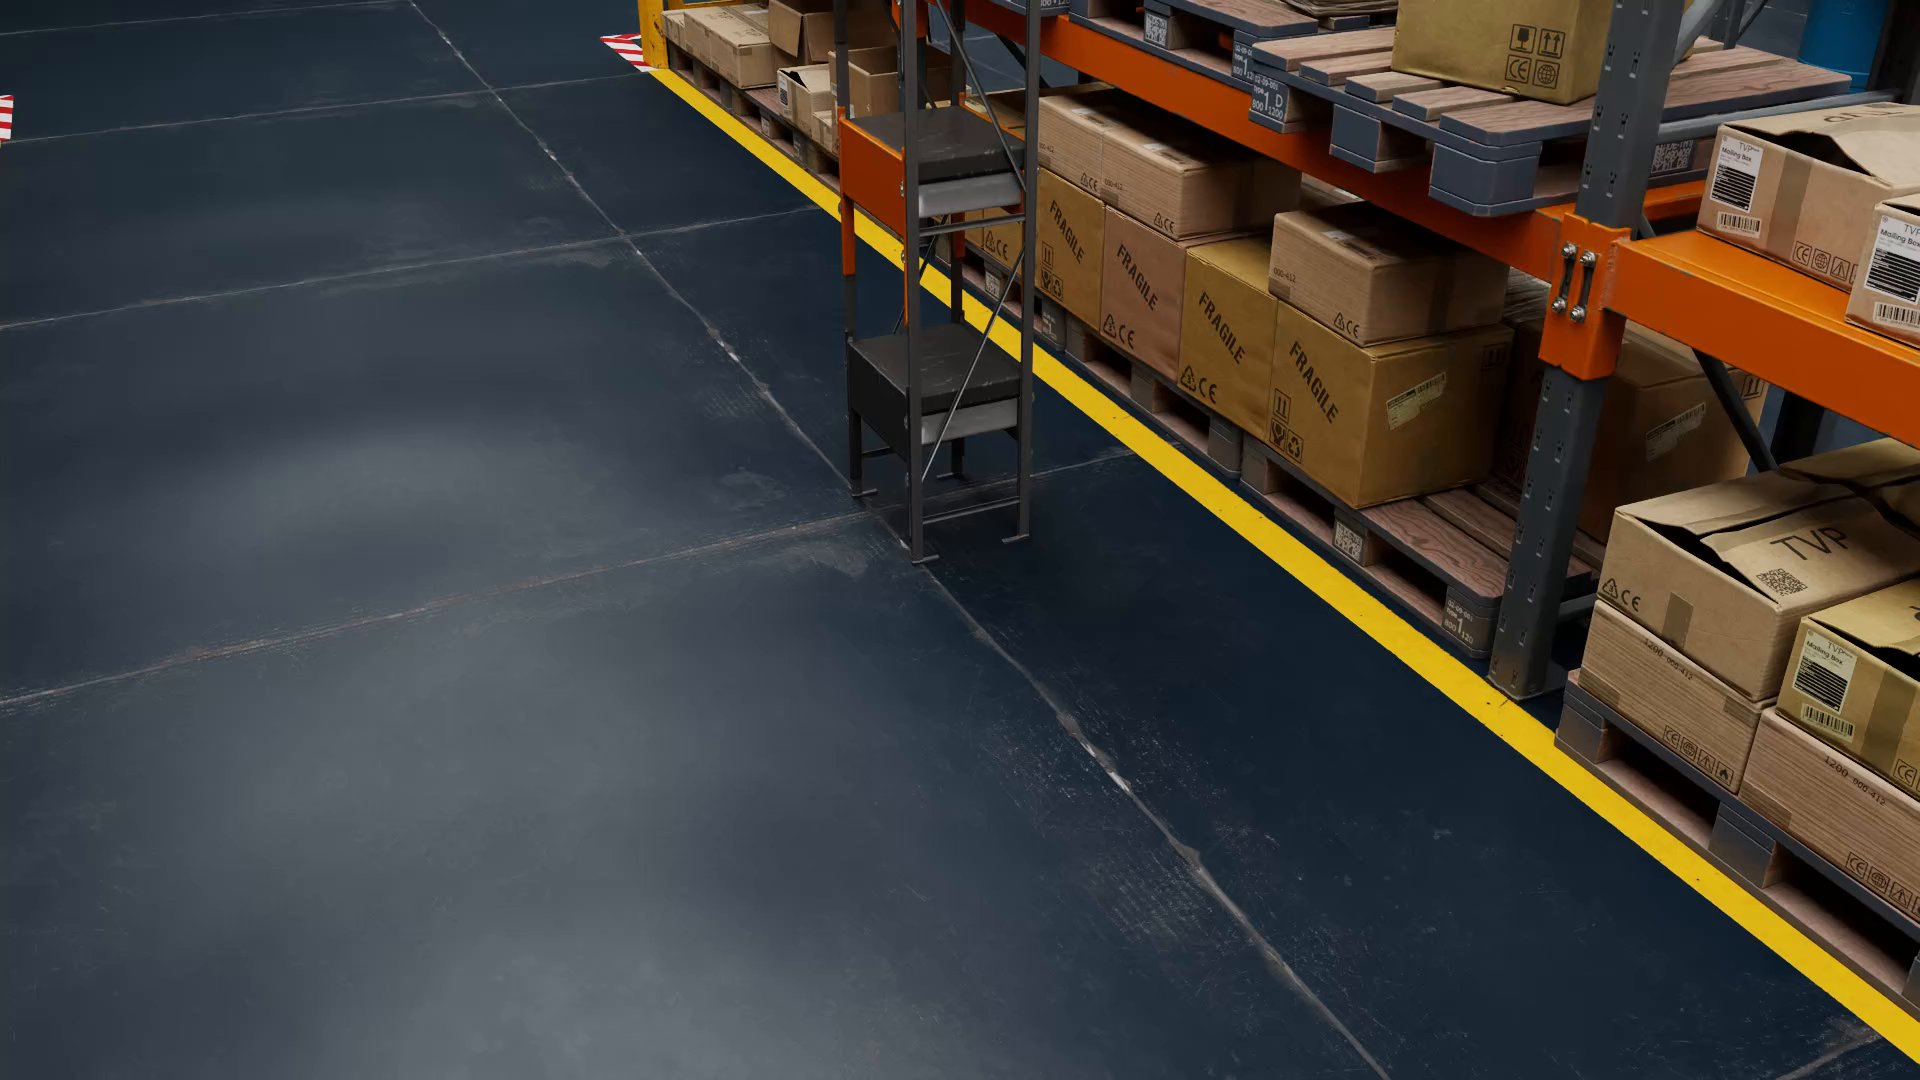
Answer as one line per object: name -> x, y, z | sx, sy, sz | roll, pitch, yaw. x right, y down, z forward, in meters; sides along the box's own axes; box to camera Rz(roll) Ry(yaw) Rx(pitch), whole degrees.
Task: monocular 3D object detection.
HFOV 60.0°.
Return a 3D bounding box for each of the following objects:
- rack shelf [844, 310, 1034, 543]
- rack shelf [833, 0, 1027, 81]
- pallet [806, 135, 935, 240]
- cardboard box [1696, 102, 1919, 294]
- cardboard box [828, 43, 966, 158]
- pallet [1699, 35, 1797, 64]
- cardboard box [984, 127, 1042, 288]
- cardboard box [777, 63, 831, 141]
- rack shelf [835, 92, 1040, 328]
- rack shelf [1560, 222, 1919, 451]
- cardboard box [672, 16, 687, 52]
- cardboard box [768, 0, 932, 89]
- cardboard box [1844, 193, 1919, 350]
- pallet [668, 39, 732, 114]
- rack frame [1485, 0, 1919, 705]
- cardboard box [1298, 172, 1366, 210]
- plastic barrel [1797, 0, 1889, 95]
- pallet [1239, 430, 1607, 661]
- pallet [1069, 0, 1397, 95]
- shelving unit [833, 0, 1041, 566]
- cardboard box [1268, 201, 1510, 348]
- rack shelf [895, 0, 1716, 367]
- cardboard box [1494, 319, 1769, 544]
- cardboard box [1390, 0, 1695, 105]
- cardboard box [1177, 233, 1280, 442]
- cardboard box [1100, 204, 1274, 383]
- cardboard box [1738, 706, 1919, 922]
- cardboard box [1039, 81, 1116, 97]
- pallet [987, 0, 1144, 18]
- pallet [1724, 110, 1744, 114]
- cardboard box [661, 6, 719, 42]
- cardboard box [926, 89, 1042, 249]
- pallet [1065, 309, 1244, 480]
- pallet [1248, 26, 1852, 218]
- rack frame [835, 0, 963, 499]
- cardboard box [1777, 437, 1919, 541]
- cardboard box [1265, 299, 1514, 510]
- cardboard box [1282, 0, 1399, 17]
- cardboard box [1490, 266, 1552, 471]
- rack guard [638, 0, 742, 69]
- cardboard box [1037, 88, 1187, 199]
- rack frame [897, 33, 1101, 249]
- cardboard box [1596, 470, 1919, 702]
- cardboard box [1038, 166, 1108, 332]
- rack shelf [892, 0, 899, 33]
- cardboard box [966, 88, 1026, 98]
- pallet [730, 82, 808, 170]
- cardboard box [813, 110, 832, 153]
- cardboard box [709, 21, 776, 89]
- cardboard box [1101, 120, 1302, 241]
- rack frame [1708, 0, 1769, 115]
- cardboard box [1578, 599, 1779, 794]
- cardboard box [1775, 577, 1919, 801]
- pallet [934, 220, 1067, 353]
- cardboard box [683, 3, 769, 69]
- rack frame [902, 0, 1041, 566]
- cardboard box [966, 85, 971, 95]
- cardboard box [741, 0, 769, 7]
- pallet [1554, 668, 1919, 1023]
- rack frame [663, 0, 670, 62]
rack shelf -> -0.071, -0.367, 5.216 | 0.431, 0.518, 0.480 | -13, 32, -22
rack shelf -> -0.071, -1.588, 4.531 | 0.431, 0.518, 0.480 | -13, 32, -22
pallet -> -0.093, -1.853, 8.338 | 1.003, 0.211, 1.213 | -13, 32, -22
cardboard box -> 2.035, -0.790, 3.683 | 0.500, 0.311, 0.500 | -11, 31, -19
cardboard box -> -0.300, -2.059, 7.961 | 0.500, 0.500, 0.500 | -13, 32, -22
pallet -> 4.326, -2.904, 10.214 | 1.003, 0.211, 1.213 | -13, 32, -22
cardboard box -> 0.428, -1.369, 6.730 | 0.500, 0.500, 0.500 | -13, 32, -21
cardboard box -> -0.622, -2.308, 8.599 | 0.500, 0.311, 0.500 | -13, 32, -22
rack shelf -> -0.071, -0.977, 4.874 | 0.431, 0.518, 0.480 | -13, 32, -22
rack shelf -> 2.777, 0.199, 2.564 | 1.077, 0.370, 4.000 | -13, 32, -22
cardboard box -> -1.539, -3.121, 10.196 | 0.380, 0.166, 0.250 | -13, 32, -22
cardboard box -> -0.610, -2.697, 9.096 | 0.797, 0.503, 0.637 | -13, 32, -22
cardboard box -> 2.127, -0.524, 3.209 | 0.500, 0.311, 0.500 | -13, 32, -23
pallet -> -1.140, -2.931, 10.261 | 1.003, 0.211, 1.213 | -13, 32, -22
rack frame -> 1.918, -0.999, 3.964 | 1.000, 3.000, 0.127 | -13, 32, -22
cardboard box -> 1.312, -1.043, 6.150 | 0.500, 0.500, 0.500 | -14, 32, -24
plastic barrel -> 4.895, -2.828, 8.942 | 0.600, 0.901, 0.708 | -13, 32, -22
pallet -> 1.632, -0.120, 5.248 | 1.003, 0.211, 1.213 | -13, 32, -22
pallet -> 1.079, -1.773, 5.541 | 1.003, 0.211, 1.213 | -13, 32, -22
shelving unit -> -0.071, -0.989, 4.867 | 0.431, 2.100, 0.503 | -13, 32, -22
cardboard box -> 1.277, -0.815, 4.976 | 0.500, 0.250, 0.500 | -12, 31, -20
rack shelf -> 1.060, -1.568, 5.715 | 1.077, 0.370, 4.000 | -13, 32, -22
cardboard box -> 1.981, -0.361, 4.933 | 0.500, 0.500, 0.500 | -12, 31, -20
cardboard box -> 1.546, -1.480, 4.291 | 0.700, 0.500, 0.500 | -26, 38, -38
cardboard box -> 1.083, -0.693, 5.524 | 0.500, 0.500, 0.500 | -14, 32, -24
cardboard box -> 0.852, -0.923, 5.936 | 0.500, 0.500, 0.500 | -14, 32, -24
cardboard box -> 2.095, 0.532, 3.616 | 0.500, 0.250, 0.500 | -14, 32, -23
cardboard box -> 0.672, -1.709, 7.337 | 0.500, 0.500, 0.500 | -13, 32, -22
pallet -> 0.446, -2.306, 6.492 | 1.003, 0.211, 1.213 | -13, 32, -22
pallet -> 4.970, -2.238, 9.025 | 1.003, 0.211, 1.213 | -13, 32, -22
cardboard box -> -1.647, -3.224, 10.397 | 0.380, 0.149, 0.250 | -13, 32, -22
cardboard box -> 0.189, -1.602, 7.147 | 0.500, 0.500, 0.500 | -15, 32, -24
pallet -> 1.112, -0.658, 6.208 | 1.003, 0.211, 1.213 | -13, 32, -22
pallet -> 1.564, -1.200, 4.519 | 1.213, 0.211, 1.003 | -13, 32, -22
rack frame -> -0.176, -1.097, 5.059 | 0.400, 2.100, 0.015 | -13, 32, -22
cardboard box -> 2.366, -0.047, 4.076 | 0.500, 0.311, 0.500 | -12, 32, -21
cardboard box -> 1.305, -0.464, 5.117 | 0.500, 0.500, 0.500 | -12, 31, -20
cardboard box -> 1.326, -1.924, 5.083 | 0.700, 0.500, 0.500 | -7, 30, -13
cardboard box -> 1.751, -0.591, 5.344 | 0.500, 0.500, 0.500 | -14, 32, -24
rack guard -> -1.483, -3.409, 10.818 | 1.175, 0.500, 0.348 | -13, 32, -22
cardboard box -> 0.618, -1.488, 6.175 | 0.500, 0.250, 0.500 | -13, 32, -22
rack frame -> 0.201, -2.766, 7.115 | 1.000, 3.000, 0.127 | -13, 32, -22
cardboard box -> 1.878, 0.066, 3.874 | 0.500, 0.311, 0.500 | -12, 31, -20
cardboard box -> 0.636, -1.147, 6.334 | 0.500, 0.500, 0.500 | -13, 32, -21
rack shelf -> -0.657, -3.335, 8.867 | 1.077, 0.370, 4.000 | -13, 32, -22
cardboard box -> 0.216, -2.016, 8.077 | 0.500, 0.311, 0.500 | -13, 32, -22
pallet -> -0.620, -2.392, 9.301 | 1.003, 0.211, 1.213 | -13, 32, -22
cardboard box -> -0.515, -2.059, 8.320 | 0.380, 0.149, 0.250 | -13, 32, -22
cardboard box -> -1.110, -2.784, 9.509 | 0.500, 0.250, 0.500 | -13, 32, -22
cardboard box -> 0.834, -1.266, 5.780 | 0.500, 0.250, 0.500 | -14, 32, -23
rack frame -> 4.676, -3.804, 8.967 | 1.000, 3.000, 0.127 | -13, 32, -22
cardboard box -> 1.878, 0.311, 4.011 | 0.500, 0.250, 0.500 | -13, 32, -22
cardboard box -> 2.111, 0.296, 3.463 | 0.500, 0.311, 0.500 | -14, 32, -23
pallet -> 0.585, -1.198, 7.171 | 1.003, 0.211, 1.213 | -13, 32, -22
cardboard box -> -1.324, -3.004, 9.903 | 0.500, 0.250, 0.500 | -13, 32, -22
rack frame -> 0.034, -0.881, 4.675 | 0.400, 2.100, 0.015 | -13, 32, -22
cardboard box -> -0.164, -2.332, 8.790 | 0.380, 0.166, 0.250 | -13, 32, -22
cardboard box -> -1.060, -3.446, 10.434 | 0.500, 0.500, 0.500 | -13, 32, -22
pallet -> 2.237, 0.589, 3.983 | 1.003, 0.211, 1.213 | -13, 32, -22
rack frame -> -1.516, -4.532, 10.266 | 1.000, 3.000, 0.127 | -13, 32, -22
